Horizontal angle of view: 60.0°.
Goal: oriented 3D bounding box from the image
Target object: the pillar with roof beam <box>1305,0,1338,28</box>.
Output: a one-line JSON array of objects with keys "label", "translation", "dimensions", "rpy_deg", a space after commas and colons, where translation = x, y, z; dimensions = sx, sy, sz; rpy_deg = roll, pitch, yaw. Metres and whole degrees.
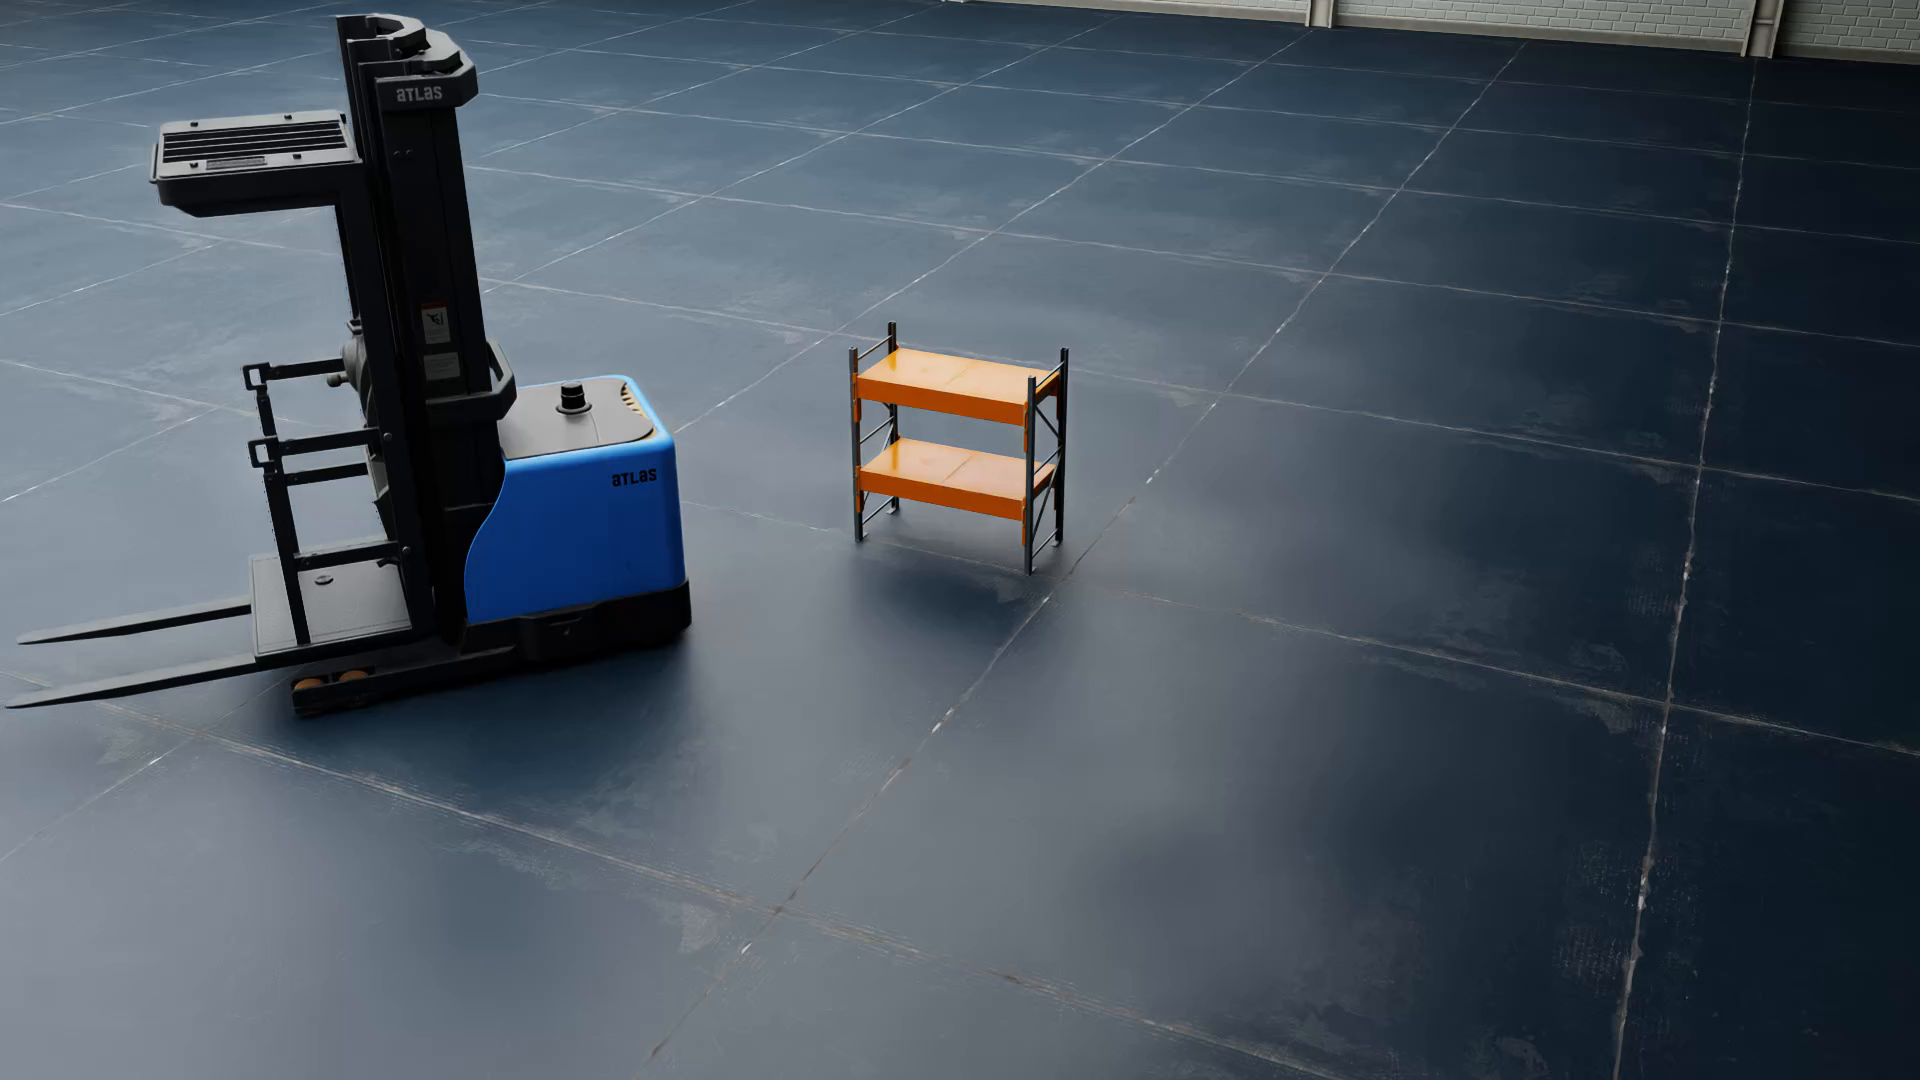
[{"label": "pillar with roof beam", "translation": [3.618, -10.010, 19.394], "dimensions": [0.400, 9.000, 9.100], "rpy_deg": [11, 28, 22]}]

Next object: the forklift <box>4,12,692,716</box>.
[{"label": "forklift", "translation": [-2.900, -0.775, 7.507], "dimensions": [3.031, 2.935, 1.130], "rpy_deg": [-10, 28, -20]}]

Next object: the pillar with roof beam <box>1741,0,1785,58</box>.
[{"label": "pillar with roof beam", "translation": [9.079, -8.913, 17.166], "dimensions": [0.400, 9.000, 9.100], "rpy_deg": [11, 28, 22]}]

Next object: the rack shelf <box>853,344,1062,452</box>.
[{"label": "rack shelf", "translation": [-0.006, -0.768, 8.875], "dimensions": [1.000, 0.278, 0.538], "rpy_deg": [11, 28, 22]}]

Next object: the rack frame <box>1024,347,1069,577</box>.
[{"label": "rack frame", "translation": [0.457, -0.413, 8.815], "dimensions": [0.032, 1.125, 0.500], "rpy_deg": [11, 28, 22]}]

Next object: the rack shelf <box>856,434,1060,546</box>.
[{"label": "rack shelf", "translation": [-0.006, -0.287, 9.112], "dimensions": [1.000, 0.278, 0.538], "rpy_deg": [11, 28, 22]}]

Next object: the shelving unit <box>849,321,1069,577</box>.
[{"label": "shelving unit", "translation": [-0.006, -0.506, 9.004], "dimensions": [1.048, 1.125, 0.538], "rpy_deg": [11, 28, 22]}]

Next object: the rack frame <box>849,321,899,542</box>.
[{"label": "rack frame", "translation": [-0.469, -0.599, 9.193], "dimensions": [0.032, 1.125, 0.500], "rpy_deg": [11, 28, 22]}]

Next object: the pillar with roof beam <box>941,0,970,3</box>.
[{"label": "pillar with roof beam", "translation": [-1.844, -11.107, 21.622], "dimensions": [0.400, 9.000, 9.100], "rpy_deg": [11, 28, 22]}]
